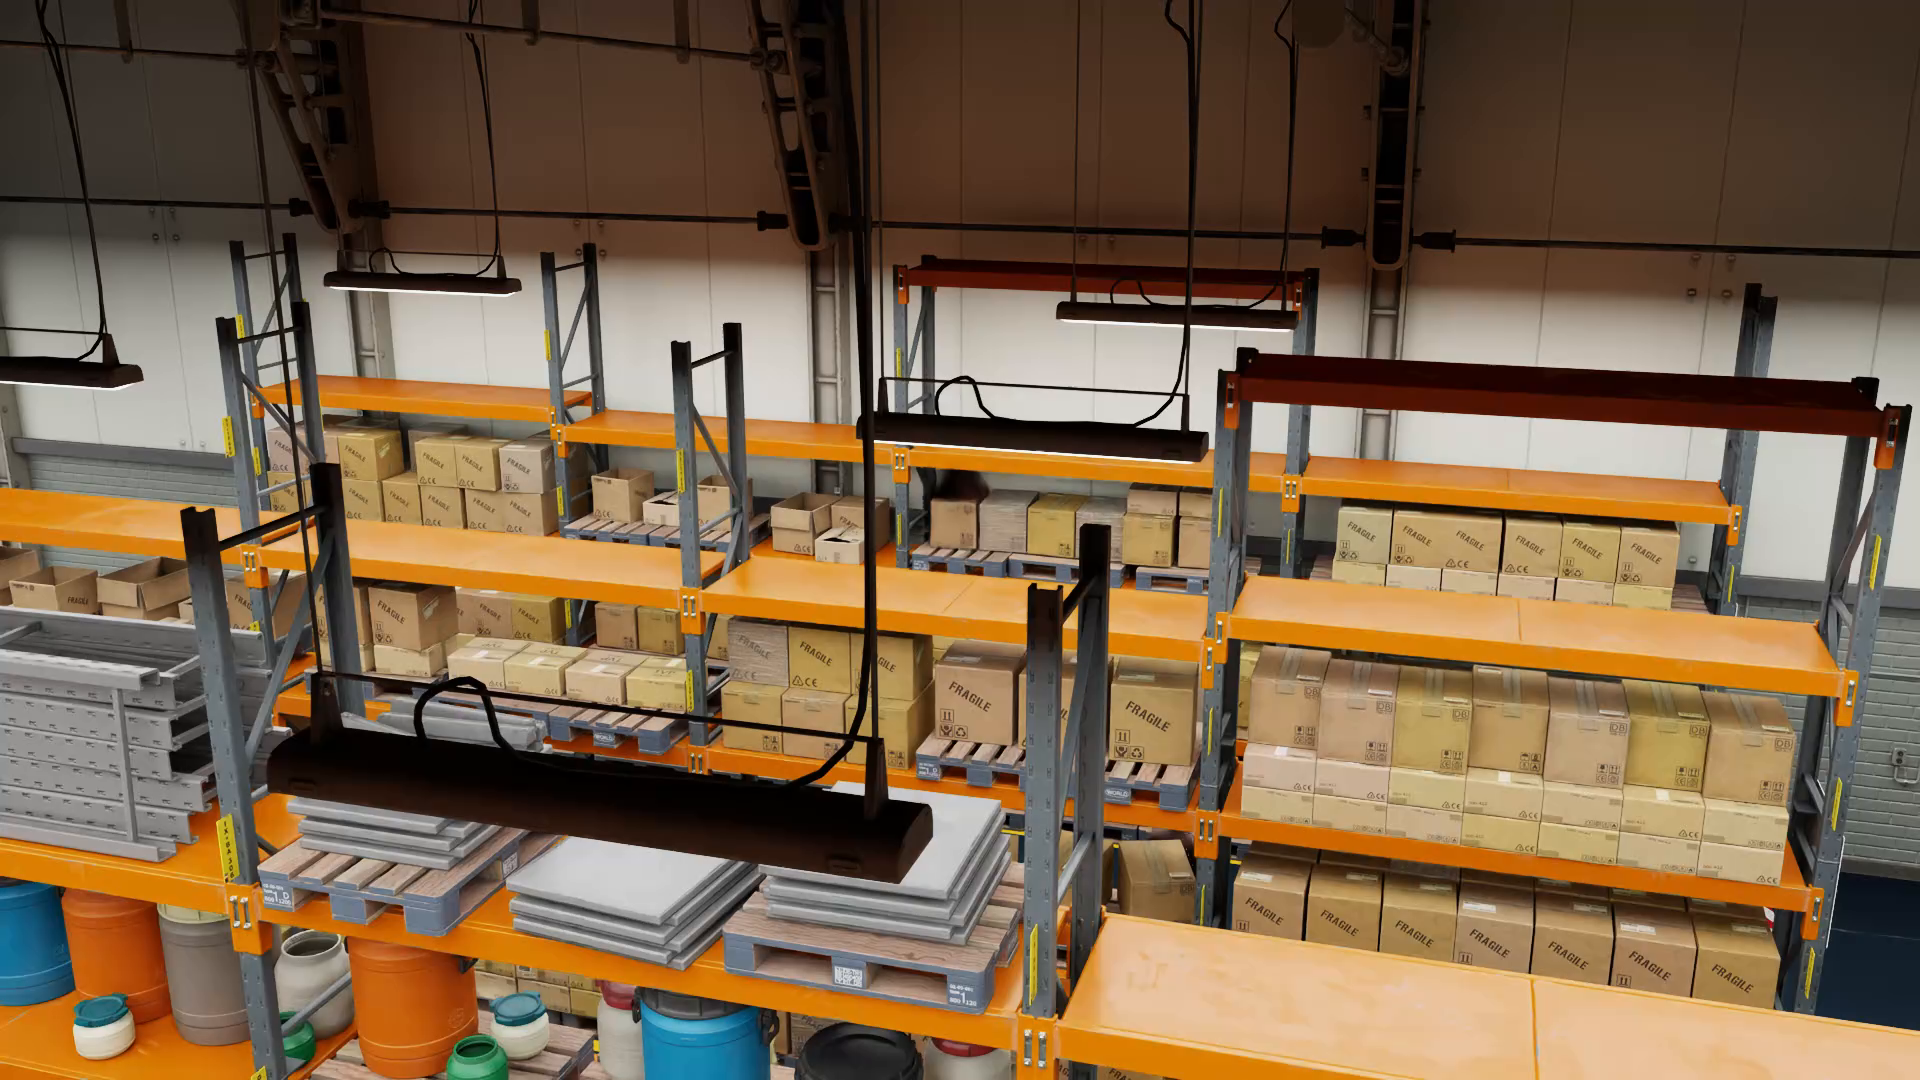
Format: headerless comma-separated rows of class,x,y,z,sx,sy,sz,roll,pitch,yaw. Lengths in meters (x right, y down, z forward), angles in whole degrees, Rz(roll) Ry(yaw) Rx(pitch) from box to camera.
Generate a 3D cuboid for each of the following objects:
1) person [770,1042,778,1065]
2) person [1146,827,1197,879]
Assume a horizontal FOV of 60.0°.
person,-1.545,4.015,11.861,0.483,1.705,0.345,-7,17,-22
person,1.902,3.112,14.718,0.602,1.791,0.428,6,17,20
